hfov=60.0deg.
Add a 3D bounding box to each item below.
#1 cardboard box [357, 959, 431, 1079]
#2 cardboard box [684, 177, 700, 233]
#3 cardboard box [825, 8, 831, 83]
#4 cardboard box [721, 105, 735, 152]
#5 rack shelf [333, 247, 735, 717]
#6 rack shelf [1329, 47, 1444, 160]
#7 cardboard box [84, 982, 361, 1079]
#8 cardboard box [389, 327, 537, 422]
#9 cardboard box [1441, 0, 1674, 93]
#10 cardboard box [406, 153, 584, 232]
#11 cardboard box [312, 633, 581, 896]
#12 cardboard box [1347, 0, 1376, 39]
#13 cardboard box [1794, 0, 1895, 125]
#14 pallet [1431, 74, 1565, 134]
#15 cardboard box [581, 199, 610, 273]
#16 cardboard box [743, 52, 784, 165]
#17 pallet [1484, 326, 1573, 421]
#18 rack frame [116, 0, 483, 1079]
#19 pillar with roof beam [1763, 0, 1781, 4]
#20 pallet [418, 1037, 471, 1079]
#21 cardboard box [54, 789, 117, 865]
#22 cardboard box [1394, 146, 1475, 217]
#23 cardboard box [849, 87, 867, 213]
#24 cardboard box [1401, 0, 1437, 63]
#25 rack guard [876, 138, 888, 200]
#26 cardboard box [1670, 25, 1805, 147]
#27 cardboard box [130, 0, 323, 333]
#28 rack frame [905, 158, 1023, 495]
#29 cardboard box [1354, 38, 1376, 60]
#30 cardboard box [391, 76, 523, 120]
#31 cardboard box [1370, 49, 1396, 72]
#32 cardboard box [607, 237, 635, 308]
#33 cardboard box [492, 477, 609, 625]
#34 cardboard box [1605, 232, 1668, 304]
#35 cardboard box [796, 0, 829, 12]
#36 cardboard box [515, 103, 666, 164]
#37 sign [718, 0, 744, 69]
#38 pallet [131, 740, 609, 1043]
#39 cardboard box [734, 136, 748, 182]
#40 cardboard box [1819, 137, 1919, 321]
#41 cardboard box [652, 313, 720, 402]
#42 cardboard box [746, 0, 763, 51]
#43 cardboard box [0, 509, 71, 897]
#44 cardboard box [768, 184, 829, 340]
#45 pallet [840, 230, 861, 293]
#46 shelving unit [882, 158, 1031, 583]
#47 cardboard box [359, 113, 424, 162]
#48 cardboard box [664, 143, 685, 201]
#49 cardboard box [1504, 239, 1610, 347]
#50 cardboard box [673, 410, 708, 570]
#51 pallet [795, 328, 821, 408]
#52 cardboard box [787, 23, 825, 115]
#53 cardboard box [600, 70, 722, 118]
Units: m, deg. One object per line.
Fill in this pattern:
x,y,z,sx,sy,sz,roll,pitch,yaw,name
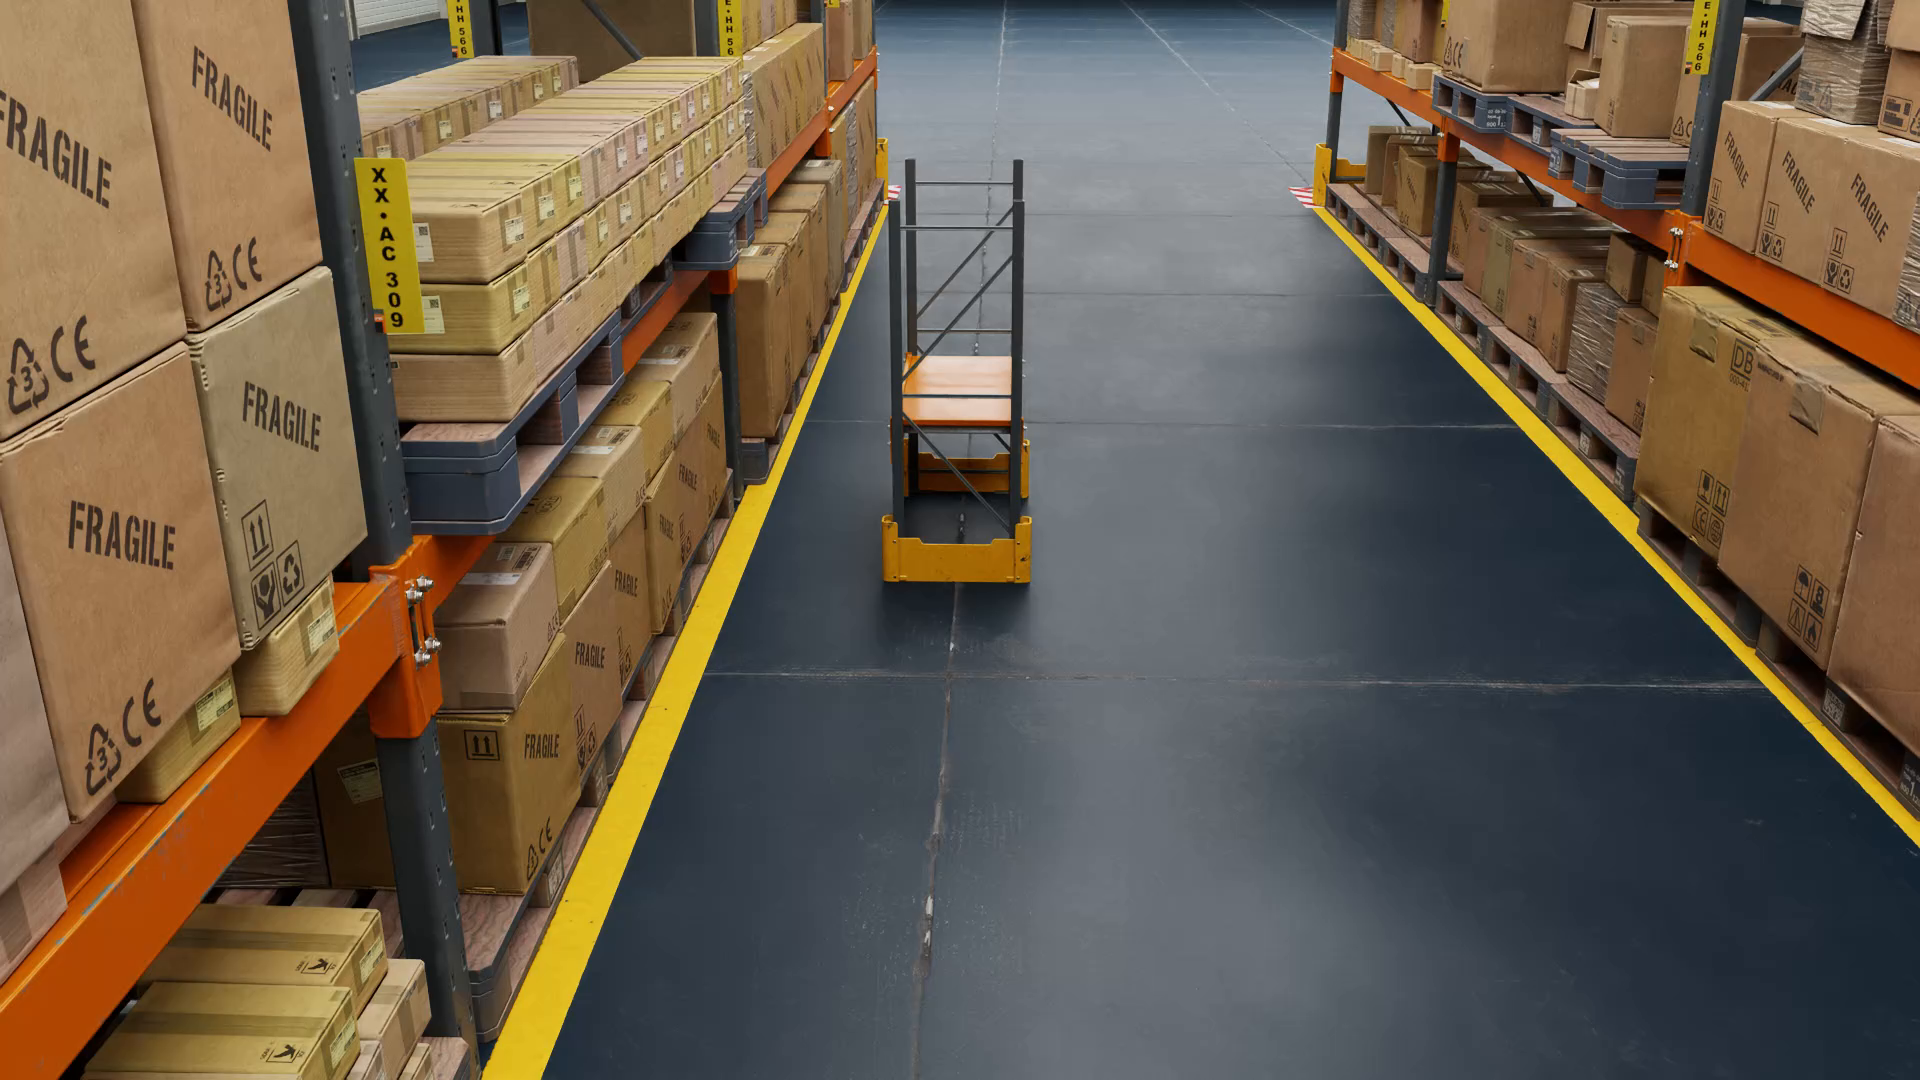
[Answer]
-1.295,0.969,3.334,0.380,0.149,0.250,1,21,3,cardboard box
-1.072,-1.114,5.521,0.380,0.149,0.250,0,21,-1,cardboard box
-1.367,-3.438,11.536,0.875,0.550,0.550,1,21,2,cardboard box
-1.048,-1.527,6.172,0.380,0.149,0.250,1,21,4,cardboard box
-1.543,-0.531,5.245,1.077,0.370,4.000,1,21,2,rack shelf
3.655,-3.332,12.465,1.077,0.370,4.000,1,21,2,rack shelf
-1.322,0.937,3.005,0.380,0.149,0.250,1,21,2,cardboard box
-1.132,-0.359,3.575,0.380,0.149,0.250,0,21,-1,cardboard box
3.430,-3.134,9.550,1.000,1.000,1.000,1,21,2,cardboard box
-1.119,-0.830,3.966,0.380,0.149,0.250,1,21,2,cardboard box
-1.316,0.562,4.308,0.500,0.500,0.500,1,21,4,cardboard box
3.672,-4.377,13.615,0.875,0.500,0.500,1,21,2,cardboard box
3.434,-1.748,5.863,0.797,0.503,0.637,1,21,3,cardboard box
3.426,-2.580,9.798,1.003,0.211,1.213,1,21,2,pallet
-1.111,-0.779,4.245,0.380,0.149,0.250,0,21,-1,cardboard box
-1.170,-2.162,8.315,0.500,0.500,0.500,1,21,2,cardboard box
3.538,-0.921,9.110,1.003,0.211,1.213,1,21,2,pallet
-1.603,-0.143,3.251,1.000,3.000,0.127,1,21,2,rack frame
16.022,-17.656,40.093,9.100,9.000,0.400,1,21,2,pillar with roof beam
-1.588,1.400,3.129,1.003,0.211,1.213,1,21,2,pallet
-1.421,0.363,2.295,0.380,0.149,0.250,0,21,0,cardboard box
3.659,-2.753,12.852,0.500,0.500,0.500,3,21,7,cardboard box
-1.218,-3.123,13.288,0.875,0.875,0.875,0,21,1,cardboard box
3.635,-3.654,11.750,0.875,0.500,0.500,1,21,2,cardboard box
-1.238,-3.325,14.908,1.175,0.500,0.348,1,21,2,rack guard
3.449,-1.936,7.154,0.500,0.500,0.500,-2,21,-5,cardboard box
-1.347,-0.622,2.553,0.500,0.500,0.500,0,21,0,cardboard box
0.018,-0.914,7.311,0.500,1.500,0.032,1,21,2,rack frame
3.420,-3.993,13.520,0.380,0.149,0.250,1,21,2,cardboard box
-1.715,-1.499,5.689,0.380,0.149,0.250,0,21,-1,cardboard box
3.327,-3.632,12.590,0.380,0.149,0.250,1,21,2,cardboard box
-1.102,-0.733,4.537,0.380,0.149,0.250,0,21,-1,cardboard box
-1.303,0.020,4.669,0.500,0.250,0.500,1,21,3,cardboard box
3.469,-1.322,8.100,0.500,0.250,0.500,3,21,8,cardboard box
-1.314,-3.742,10.826,0.875,0.550,0.550,1,21,2,cardboard box
-1.089,-1.202,4.923,0.380,0.149,0.250,1,21,3,cardboard box
-0.939,-2.090,6.777,0.100,0.325,0.005,1,21,2,sign
-1.581,0.875,4.481,1.003,0.211,1.213,1,21,2,pallet
-1.037,-1.485,6.475,0.380,0.149,0.250,1,21,3,cardboard box
3.161,-1.000,5.322,0.500,0.500,0.500,0,21,1,cardboard box
-1.240,-0.719,6.574,0.500,0.250,0.500,0,21,0,cardboard box
-1.415,-2.818,8.623,0.700,0.500,0.500,0,21,1,cardboard box
-1.369,0.217,1.773,0.500,0.500,0.500,1,21,1,cardboard box
-1.322,-1.608,9.557,1.050,0.750,0.750,1,21,2,cardboard box
-1.259,-2.010,11.917,1.003,0.211,1.213,1,21,2,pallet
0.002,-0.727,6.829,0.587,1.500,1.083,1,21,2,shelving unit
-1.746,-1.118,4.707,0.380,0.149,0.250,0,21,-1,cardboard box
-1.079,-1.157,5.219,0.380,0.149,0.250,1,21,3,cardboard box
3.504,-1.388,9.307,0.700,0.500,0.500,-1,21,-3,cardboard box
-1.260,-0.191,6.250,0.500,0.500,0.500,1,21,4,cardboard box
-1.343,-1.014,9.349,1.003,0.211,1.213,1,21,2,pallet
-1.109,-2.891,10.194,0.500,0.500,0.500,1,21,1,cardboard box
-1.056,-1.578,5.892,0.380,0.149,0.250,1,21,3,cardboard box
